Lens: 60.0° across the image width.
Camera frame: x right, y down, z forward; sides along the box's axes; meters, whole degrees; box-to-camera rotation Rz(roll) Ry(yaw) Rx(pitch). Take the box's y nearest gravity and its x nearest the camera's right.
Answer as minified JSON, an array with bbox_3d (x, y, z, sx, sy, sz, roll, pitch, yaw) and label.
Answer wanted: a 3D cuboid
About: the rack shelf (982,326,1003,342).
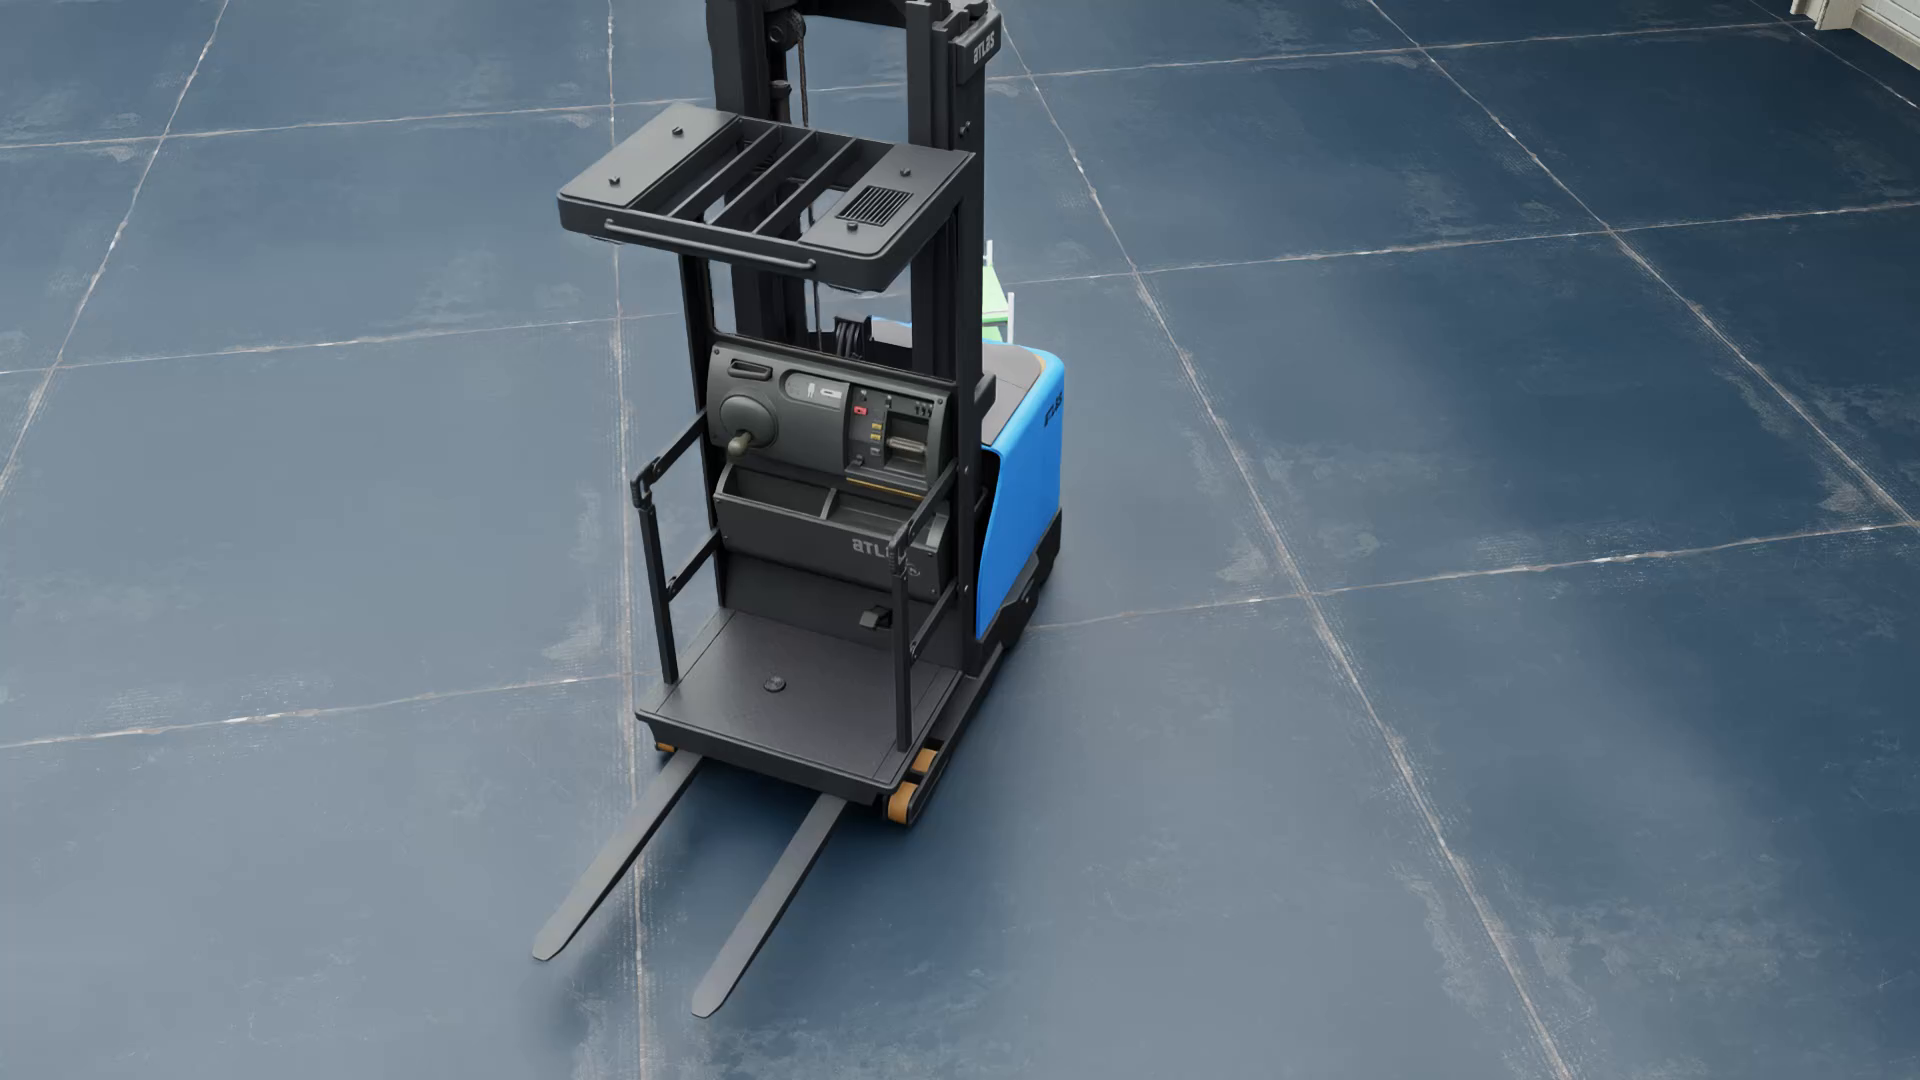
[{"bbox_3d":[0.069,-0.861,7.593,0.258,0.148,0.480,-6,38,-8],"label":"rack shelf"}]

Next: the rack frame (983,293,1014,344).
[{"bbox_3d":[0.112,-0.574,7.511,0.240,1.200,0.015,-6,38,-8],"label":"rack frame"}]

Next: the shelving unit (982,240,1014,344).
[{"bbox_3d":[0.069,-0.722,7.701,0.258,1.200,0.503,-6,38,-8],"label":"shelving unit"}]

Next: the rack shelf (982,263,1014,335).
[{"bbox_3d":[0.069,-1.050,7.446,0.258,0.148,0.480,-6,38,-8],"label":"rack shelf"}]

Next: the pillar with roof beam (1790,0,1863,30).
[{"bbox_3d":[2.487,-7.152,9.621,9.100,9.000,0.400,-6,38,-8],"label":"pillar with roof beam"}]

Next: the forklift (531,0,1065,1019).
[{"bbox_3d":[-0.565,-0.368,5.834,1.130,2.935,3.031,14,40,17],"label":"forklift"}]

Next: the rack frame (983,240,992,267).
[{"bbox_3d":[0.026,-0.869,7.891,0.240,1.200,0.015,-6,38,-8],"label":"rack frame"}]
